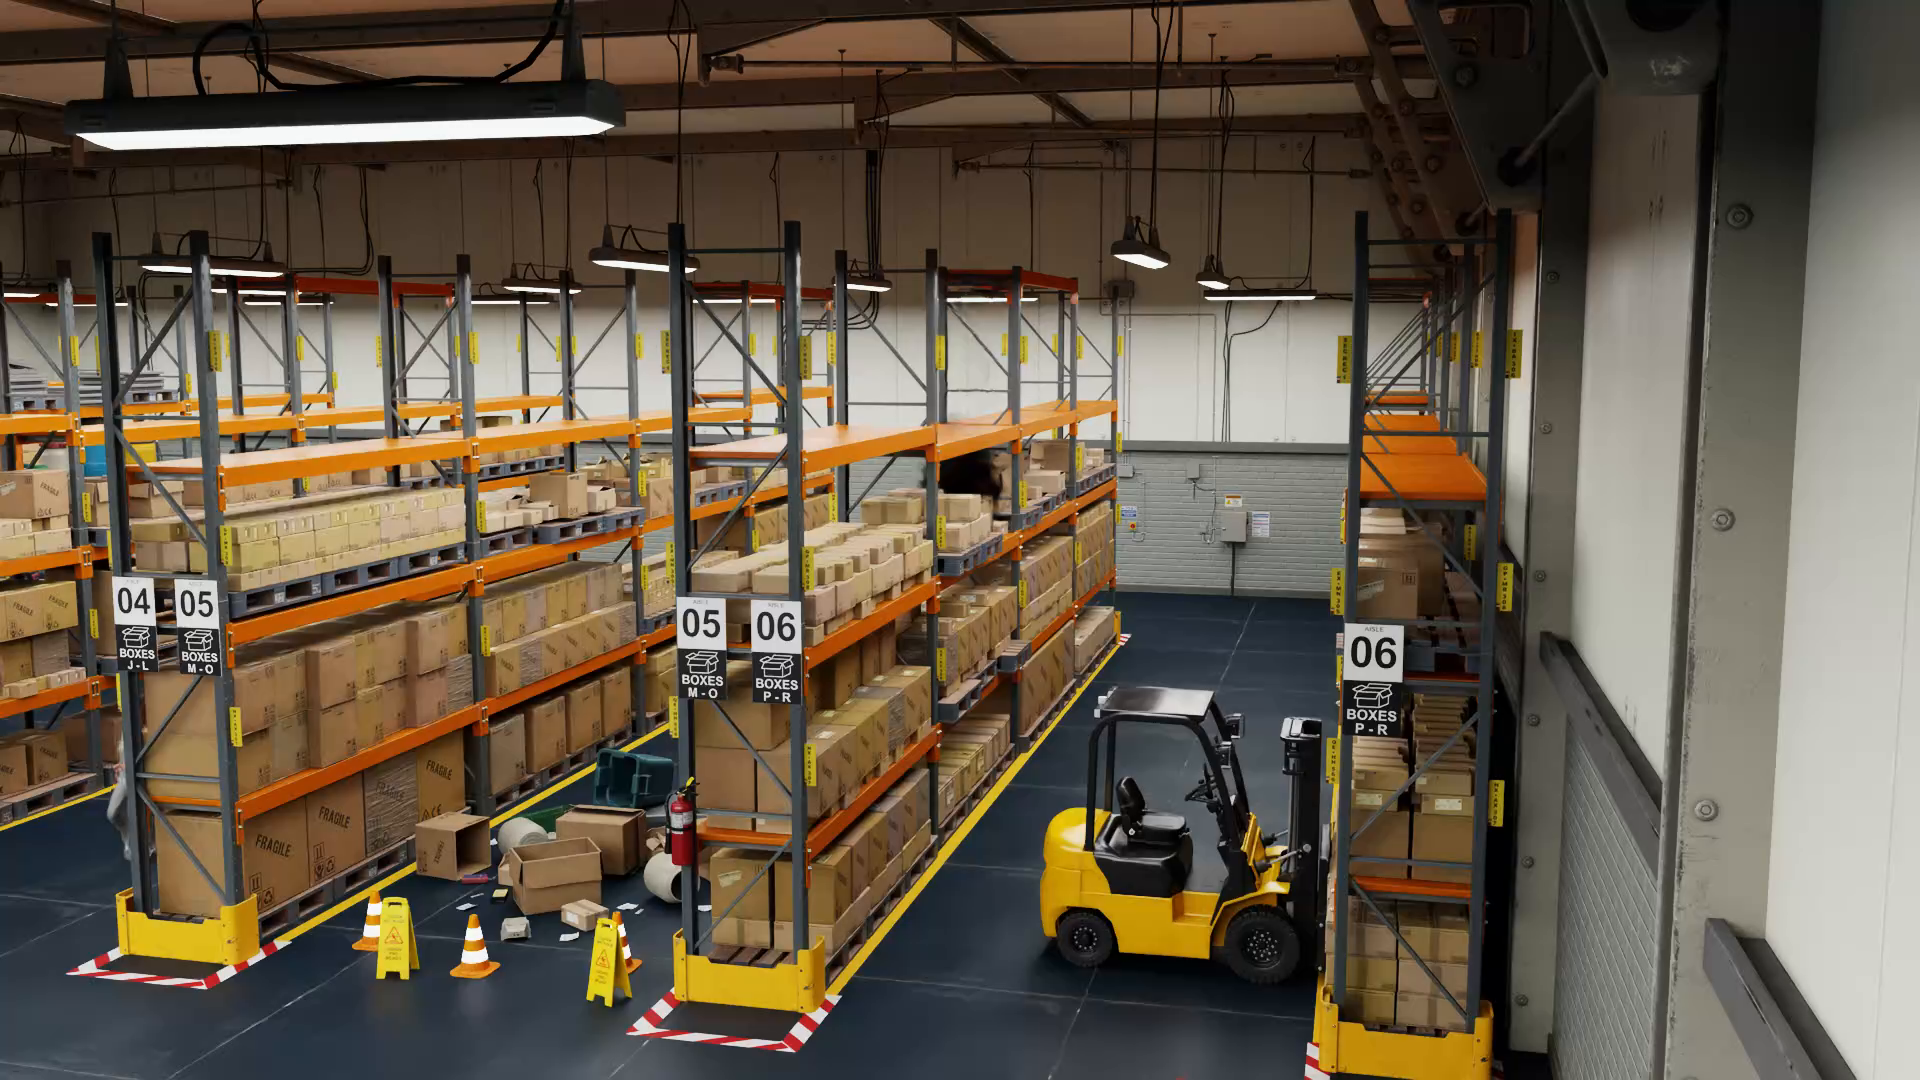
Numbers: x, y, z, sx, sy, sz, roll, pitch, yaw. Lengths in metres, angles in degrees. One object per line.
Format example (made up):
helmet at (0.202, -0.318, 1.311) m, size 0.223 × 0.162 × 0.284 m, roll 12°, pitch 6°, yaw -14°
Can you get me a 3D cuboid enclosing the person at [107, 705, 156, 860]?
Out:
person at (-8.095, 2.391, 16.353) m, size 0.541 × 1.552 × 0.581 m, roll 1°, pitch 7°, yaw 5°
